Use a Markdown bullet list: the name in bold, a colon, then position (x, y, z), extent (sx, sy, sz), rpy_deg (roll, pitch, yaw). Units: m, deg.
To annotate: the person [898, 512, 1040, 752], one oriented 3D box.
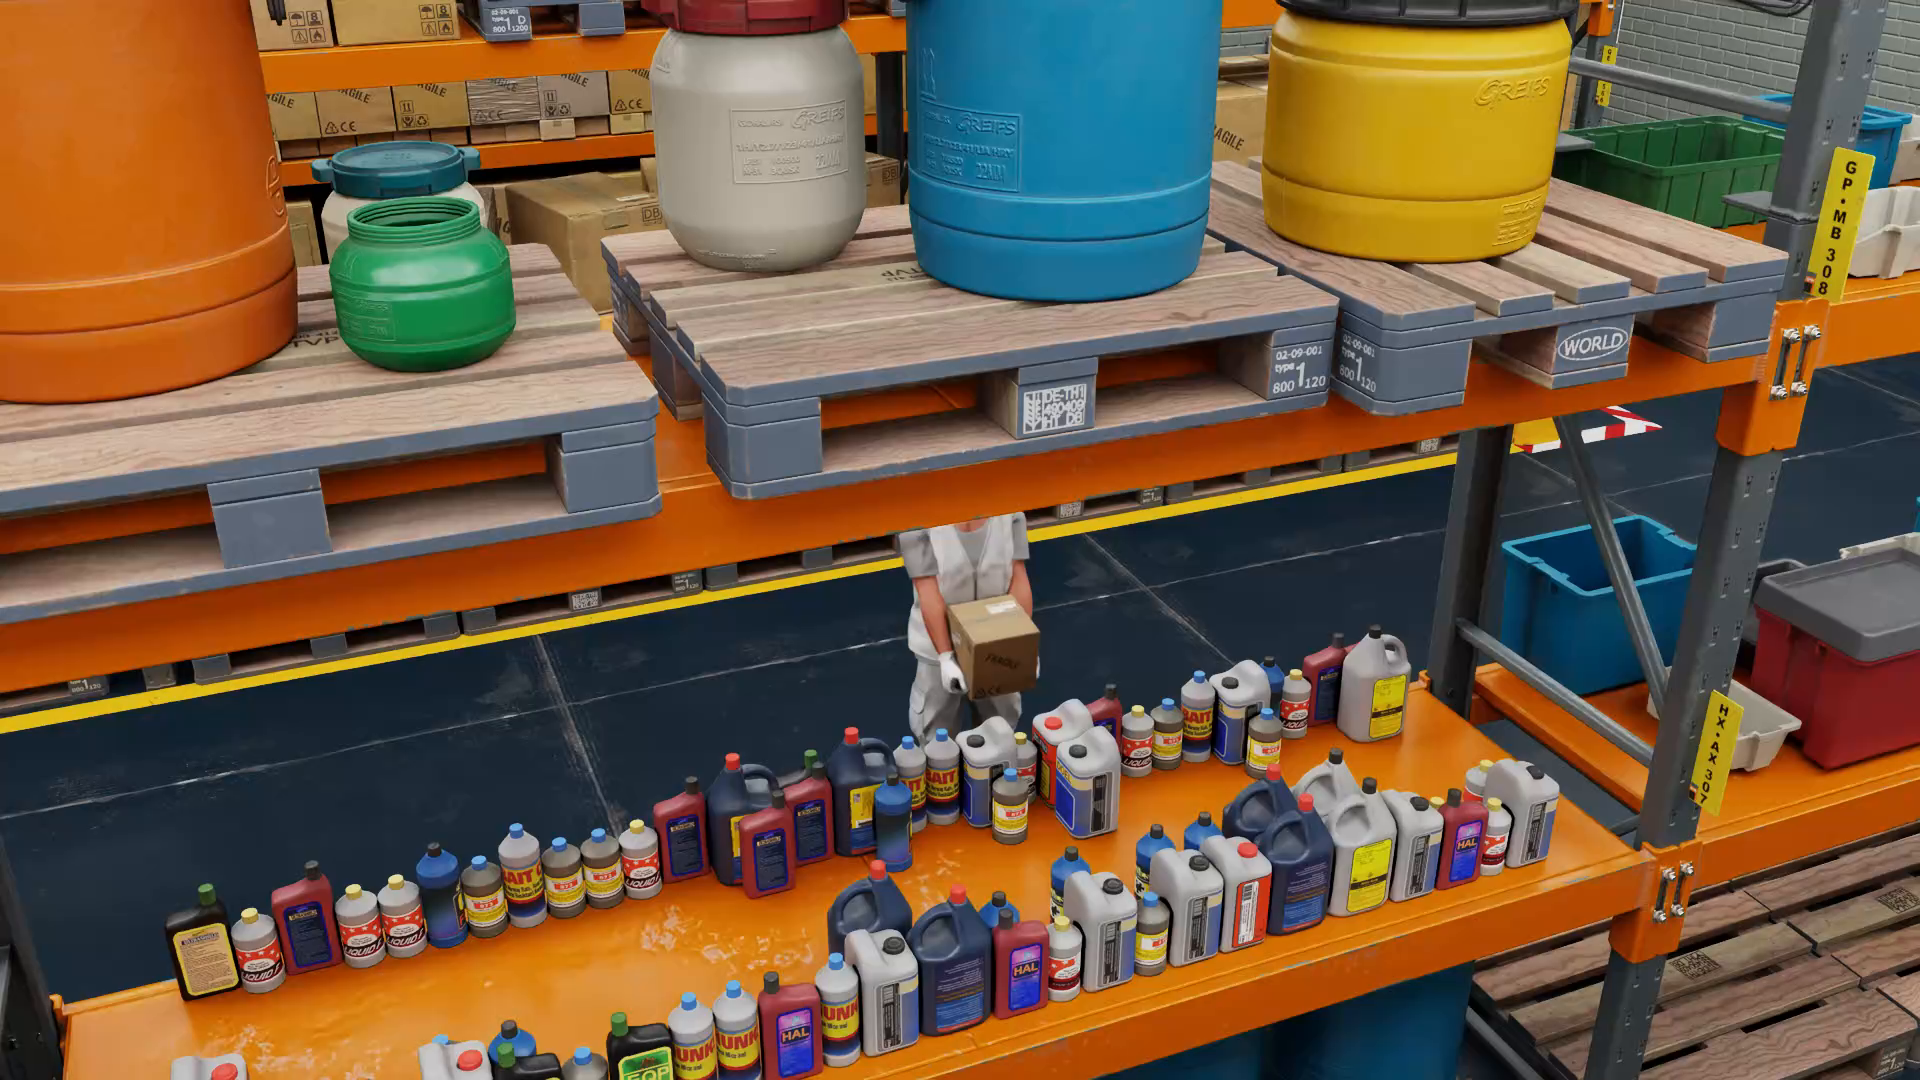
- **person**: position (0.060, 0.455, 6.141), extent (0.494, 1.784, 0.556), rpy_deg (-10, 27, -20)
